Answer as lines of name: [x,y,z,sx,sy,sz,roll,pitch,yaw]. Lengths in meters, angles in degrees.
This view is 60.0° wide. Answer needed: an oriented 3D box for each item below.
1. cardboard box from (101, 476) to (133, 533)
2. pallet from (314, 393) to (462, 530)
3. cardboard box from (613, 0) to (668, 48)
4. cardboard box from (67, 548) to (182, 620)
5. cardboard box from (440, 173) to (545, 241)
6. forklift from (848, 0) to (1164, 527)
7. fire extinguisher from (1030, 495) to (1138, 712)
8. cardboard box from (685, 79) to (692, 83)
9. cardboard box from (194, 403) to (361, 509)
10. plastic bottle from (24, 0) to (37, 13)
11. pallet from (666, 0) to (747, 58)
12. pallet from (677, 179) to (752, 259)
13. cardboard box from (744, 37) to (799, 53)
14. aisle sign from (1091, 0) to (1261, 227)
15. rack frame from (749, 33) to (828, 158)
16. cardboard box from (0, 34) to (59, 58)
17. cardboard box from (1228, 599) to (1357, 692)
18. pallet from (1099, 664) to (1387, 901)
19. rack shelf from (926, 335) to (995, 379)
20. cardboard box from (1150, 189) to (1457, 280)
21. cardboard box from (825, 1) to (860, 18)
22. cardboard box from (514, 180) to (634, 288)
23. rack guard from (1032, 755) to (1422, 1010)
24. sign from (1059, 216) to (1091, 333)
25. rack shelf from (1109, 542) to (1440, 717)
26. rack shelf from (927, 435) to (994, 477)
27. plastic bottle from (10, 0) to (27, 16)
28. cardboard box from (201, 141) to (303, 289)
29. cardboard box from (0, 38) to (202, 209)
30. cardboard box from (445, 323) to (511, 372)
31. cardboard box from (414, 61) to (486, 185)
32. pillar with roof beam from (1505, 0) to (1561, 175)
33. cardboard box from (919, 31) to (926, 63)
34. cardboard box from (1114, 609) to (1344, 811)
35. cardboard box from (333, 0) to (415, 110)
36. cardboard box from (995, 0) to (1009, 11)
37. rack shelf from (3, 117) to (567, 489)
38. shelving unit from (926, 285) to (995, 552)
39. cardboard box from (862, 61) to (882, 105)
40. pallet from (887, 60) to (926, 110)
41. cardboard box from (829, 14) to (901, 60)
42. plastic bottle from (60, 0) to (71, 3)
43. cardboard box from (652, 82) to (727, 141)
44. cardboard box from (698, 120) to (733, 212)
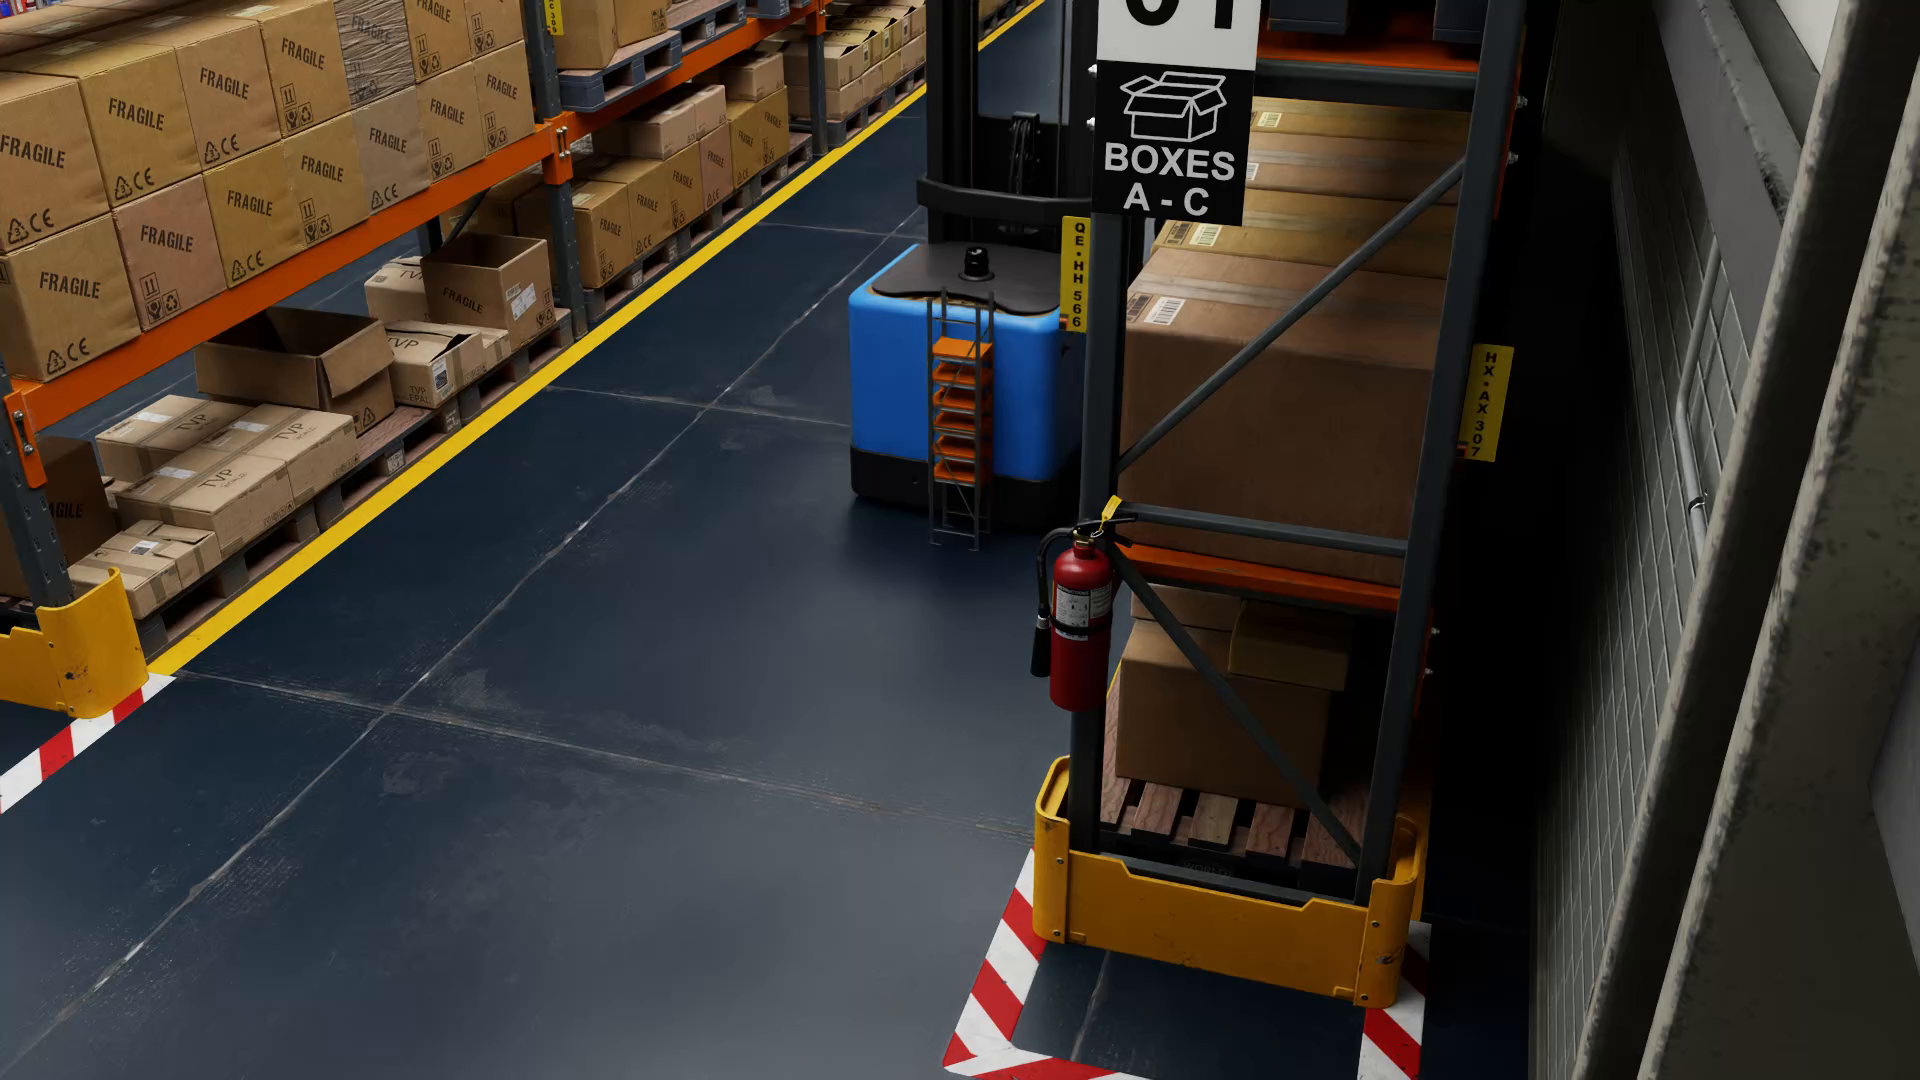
cardboard box: [-3.770,-0.148,7.392,0.380,0.166,0.250,8,30,15]
pallet: [-3.284,-0.483,8.401,1.003,0.211,1.213,8,30,15]
cardboard box: [-2.231,-3.334,10.122,0.700,0.500,0.500,13,32,23]
cardboard box: [-3.448,0.177,6.826,0.380,0.149,0.250,8,30,15]
cardboard box: [-2.854,-1.960,10.306,0.500,0.500,0.500,8,30,15]
forklift: [0.487,-2.039,8.400,1.130,2.935,3.031,11,31,19]
fire extinguisher: [0.352,0.176,4.812,0.296,0.674,0.183,8,30,15]
cardboard box: [-2.106,-3.133,12.416,0.500,0.500,0.500,7,30,13]
cardboard box: [-3.175,-0.398,7.756,0.500,0.250,0.500,8,30,15]
plastic bottle: [-6.627,-3.852,11.794,0.097,0.201,0.097,0,29,0]
pallet: [-2.117,-3.460,11.082,1.003,0.211,1.213,8,30,15]
pallet: [-2.166,-2.323,11.709,1.003,0.211,1.213,8,30,15]
cardboard box: [-1.632,-3.954,13.592,0.500,0.311,0.500,9,30,16]
aisle sign: [0.530,-1.171,4.095,0.394,0.787,0.004,8,30,15]
rack frame: [-1.551,-4.448,12.661,1.000,3.000,0.127,8,30,15]
cardboard box: [-3.884,-1.692,6.575,0.500,0.500,0.500,9,30,16]
cardboard box: [1.102,0.347,5.513,0.380,0.149,0.250,9,30,15]
pallet: [0.998,0.810,6.076,1.003,0.211,1.213,8,30,15]
rack shelf: [0.003,-0.805,7.314,0.258,0.103,0.180,10,30,17]
cardboard box: [1.181,-0.735,5.677,0.980,0.700,0.700,8,30,14]
cardboard box: [-1.186,-4.663,14.867,0.500,0.311,0.500,9,30,16]
cardboard box: [-2.350,-1.879,10.162,0.500,0.500,0.500,7,30,13]
rack guard: [0.831,1.078,5.298,1.175,0.500,0.348,8,30,15]
sign: [0.323,-0.719,4.522,0.100,0.325,0.005,8,30,15]
rack shelf: [1.425,-0.641,6.556,1.077,0.370,4.000,8,30,15]
rack shelf: [0.003,-0.386,7.548,0.258,0.103,0.180,10,30,17]
plastic bottle: [-6.687,-3.835,11.686,0.152,0.276,0.135,8,30,15]
cardboard box: [-3.220,-1.416,7.107,0.500,0.500,0.500,8,30,15]
cardboard box: [-3.370,-1.624,6.452,0.500,0.500,0.500,9,30,15]
cardboard box: [-2.674,-1.048,9.028,0.380,0.149,0.250,8,30,15]
cardboard box: [-2.776,-2.125,8.381,0.500,0.500,0.500,9,30,16]
pillar with roof beam: [0.279,-7.460,11.903,9.100,9.000,0.400,8,30,15]
cardboard box: [-0.521,-4.583,15.298,0.500,0.250,0.500,9,30,16]
cardboard box: [0.947,0.544,5.826,0.700,0.500,0.500,8,30,15]
cardboard box: [-2.922,-2.326,7.714,0.500,0.500,0.500,9,30,15]
cardboard box: [0.201,-5.693,17.295,0.500,0.250,0.500,8,30,15]
rack shelf: [-3.312,-1.346,7.823,1.077,0.370,4.000,8,30,15]
shelving unit: [0.003,-0.530,7.468,0.258,1.200,0.189,10,30,17]
cardboard box: [-0.970,-3.866,14.010,0.500,0.250,0.500,8,30,13]
pallet: [-0.912,-4.172,15.032,1.003,0.211,1.213,8,30,15]
cardboard box: [-0.818,-4.359,14.320,0.500,0.311,0.500,8,30,14]
plastic bottle: [-6.530,-4.036,12.052,0.097,0.271,0.097,0,29,0]
cardboard box: [-1.910,-2.905,11.234,0.500,0.250,0.500,8,30,14]
cardboard box: [-1.901,-2.595,11.448,0.500,0.500,0.500,7,30,13]
